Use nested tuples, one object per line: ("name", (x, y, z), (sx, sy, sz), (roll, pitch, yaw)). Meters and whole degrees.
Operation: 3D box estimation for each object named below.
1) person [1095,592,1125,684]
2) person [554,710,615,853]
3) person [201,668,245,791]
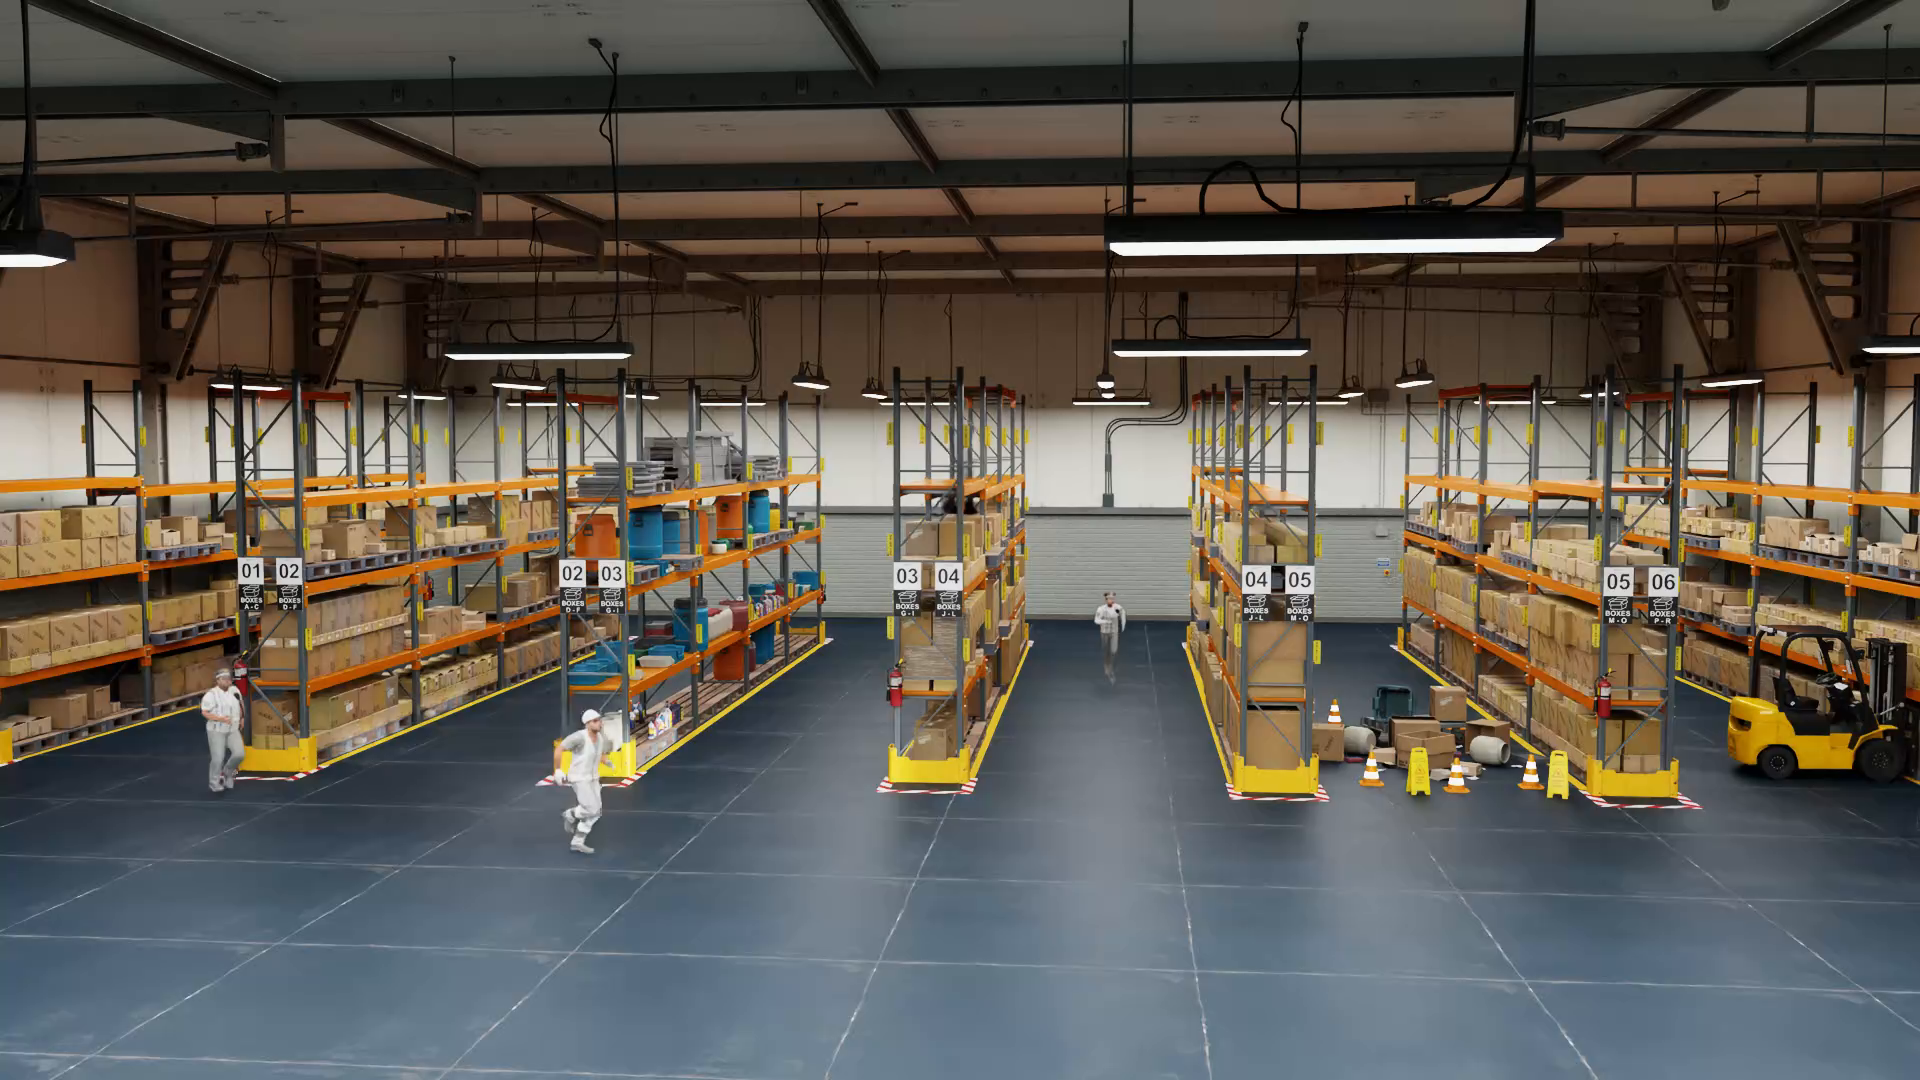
("person", (2.939, 1.885, 32.563), (0.638, 1.791, 0.790), (0, 4, -4))
("person", (-4.465, 2.905, 19.996), (0.623, 1.728, 0.708), (2, 4, 29))
("person", (-10.329, 2.679, 23.450), (0.669, 1.776, 0.696), (3, 5, 39))
